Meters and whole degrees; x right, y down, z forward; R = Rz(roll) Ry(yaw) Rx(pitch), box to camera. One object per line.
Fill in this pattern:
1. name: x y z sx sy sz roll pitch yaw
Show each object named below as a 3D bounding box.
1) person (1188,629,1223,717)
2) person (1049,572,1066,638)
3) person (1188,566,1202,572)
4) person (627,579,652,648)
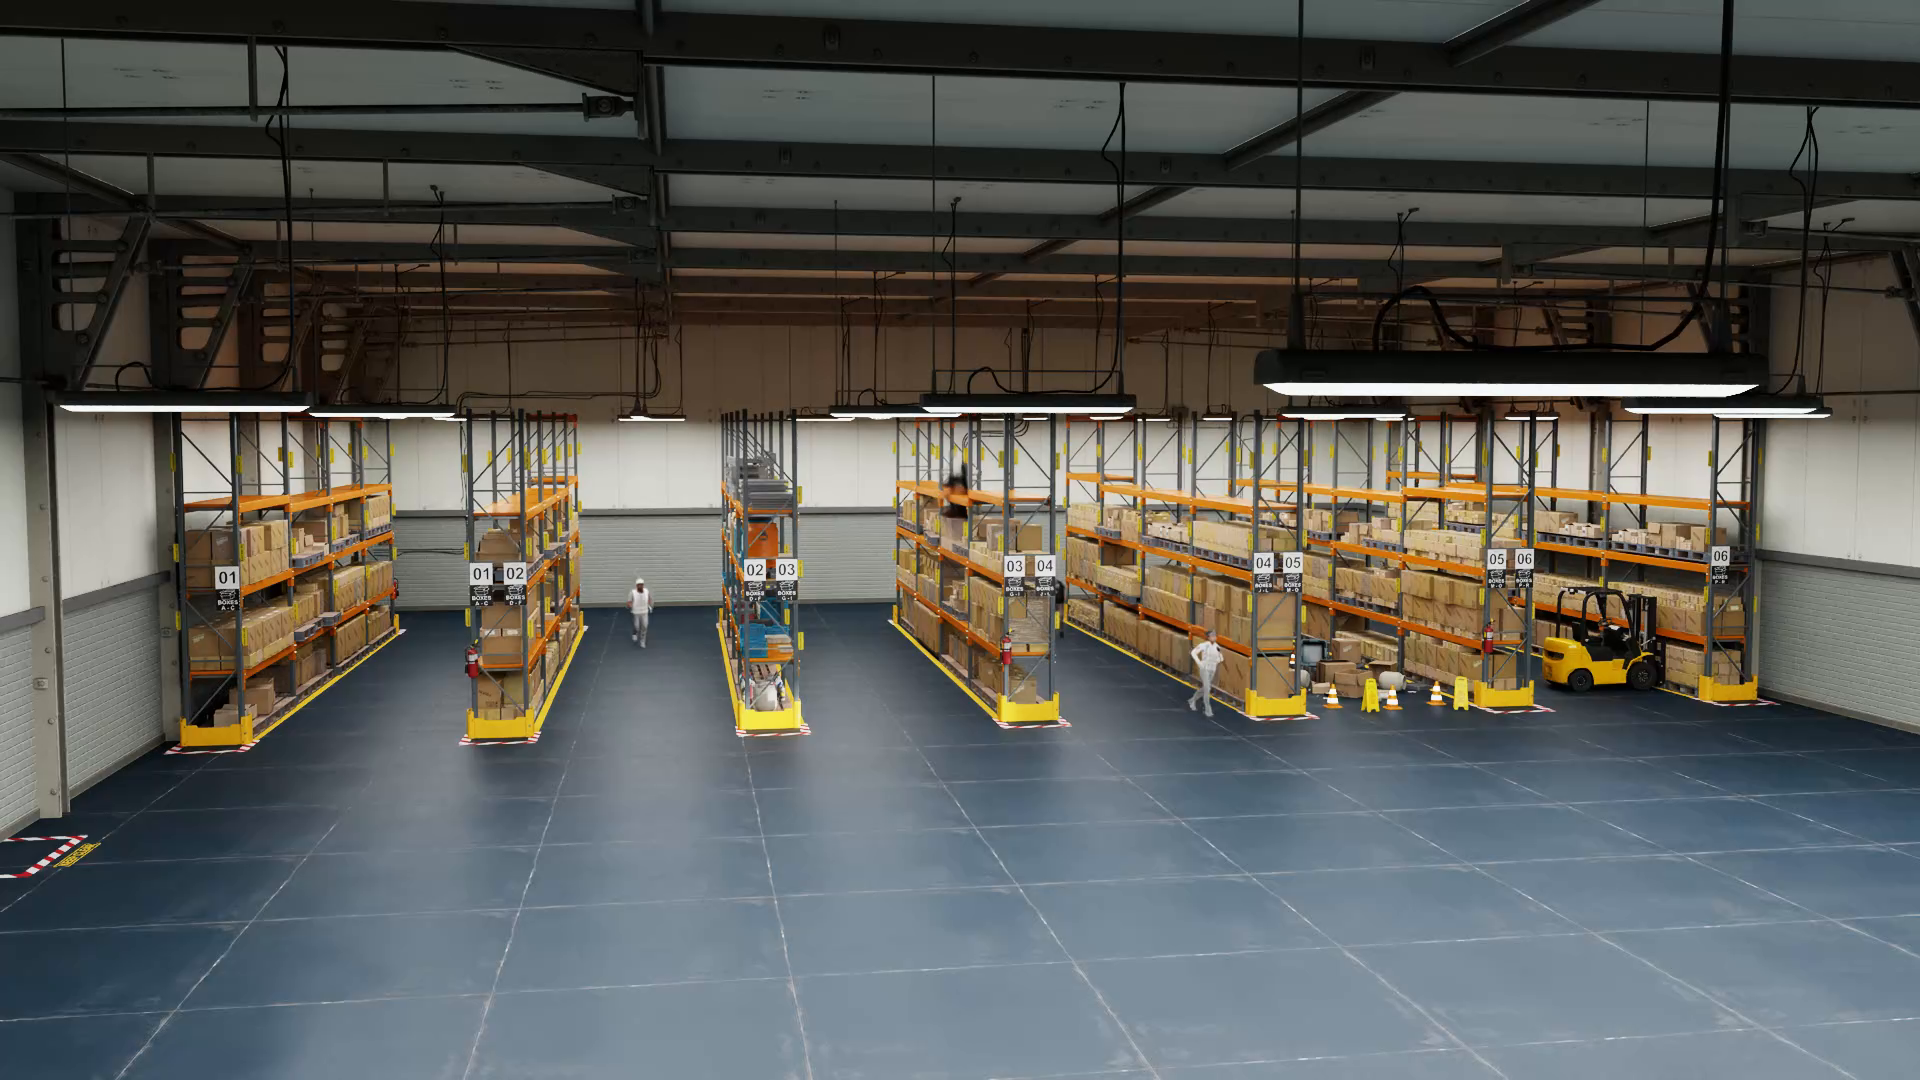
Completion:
1. person: 4.906 2.605 32.900 0.621 1.720 0.845 -2 5 -30
2. person: 2.568 1.722 44.653 0.659 1.723 0.944 -1 4 -12
3. person: 7.070 1.321 50.599 0.726 1.823 0.652 0 4 -1
4. person: -8.231 1.872 42.739 0.671 1.758 0.844 -2 4 -22
